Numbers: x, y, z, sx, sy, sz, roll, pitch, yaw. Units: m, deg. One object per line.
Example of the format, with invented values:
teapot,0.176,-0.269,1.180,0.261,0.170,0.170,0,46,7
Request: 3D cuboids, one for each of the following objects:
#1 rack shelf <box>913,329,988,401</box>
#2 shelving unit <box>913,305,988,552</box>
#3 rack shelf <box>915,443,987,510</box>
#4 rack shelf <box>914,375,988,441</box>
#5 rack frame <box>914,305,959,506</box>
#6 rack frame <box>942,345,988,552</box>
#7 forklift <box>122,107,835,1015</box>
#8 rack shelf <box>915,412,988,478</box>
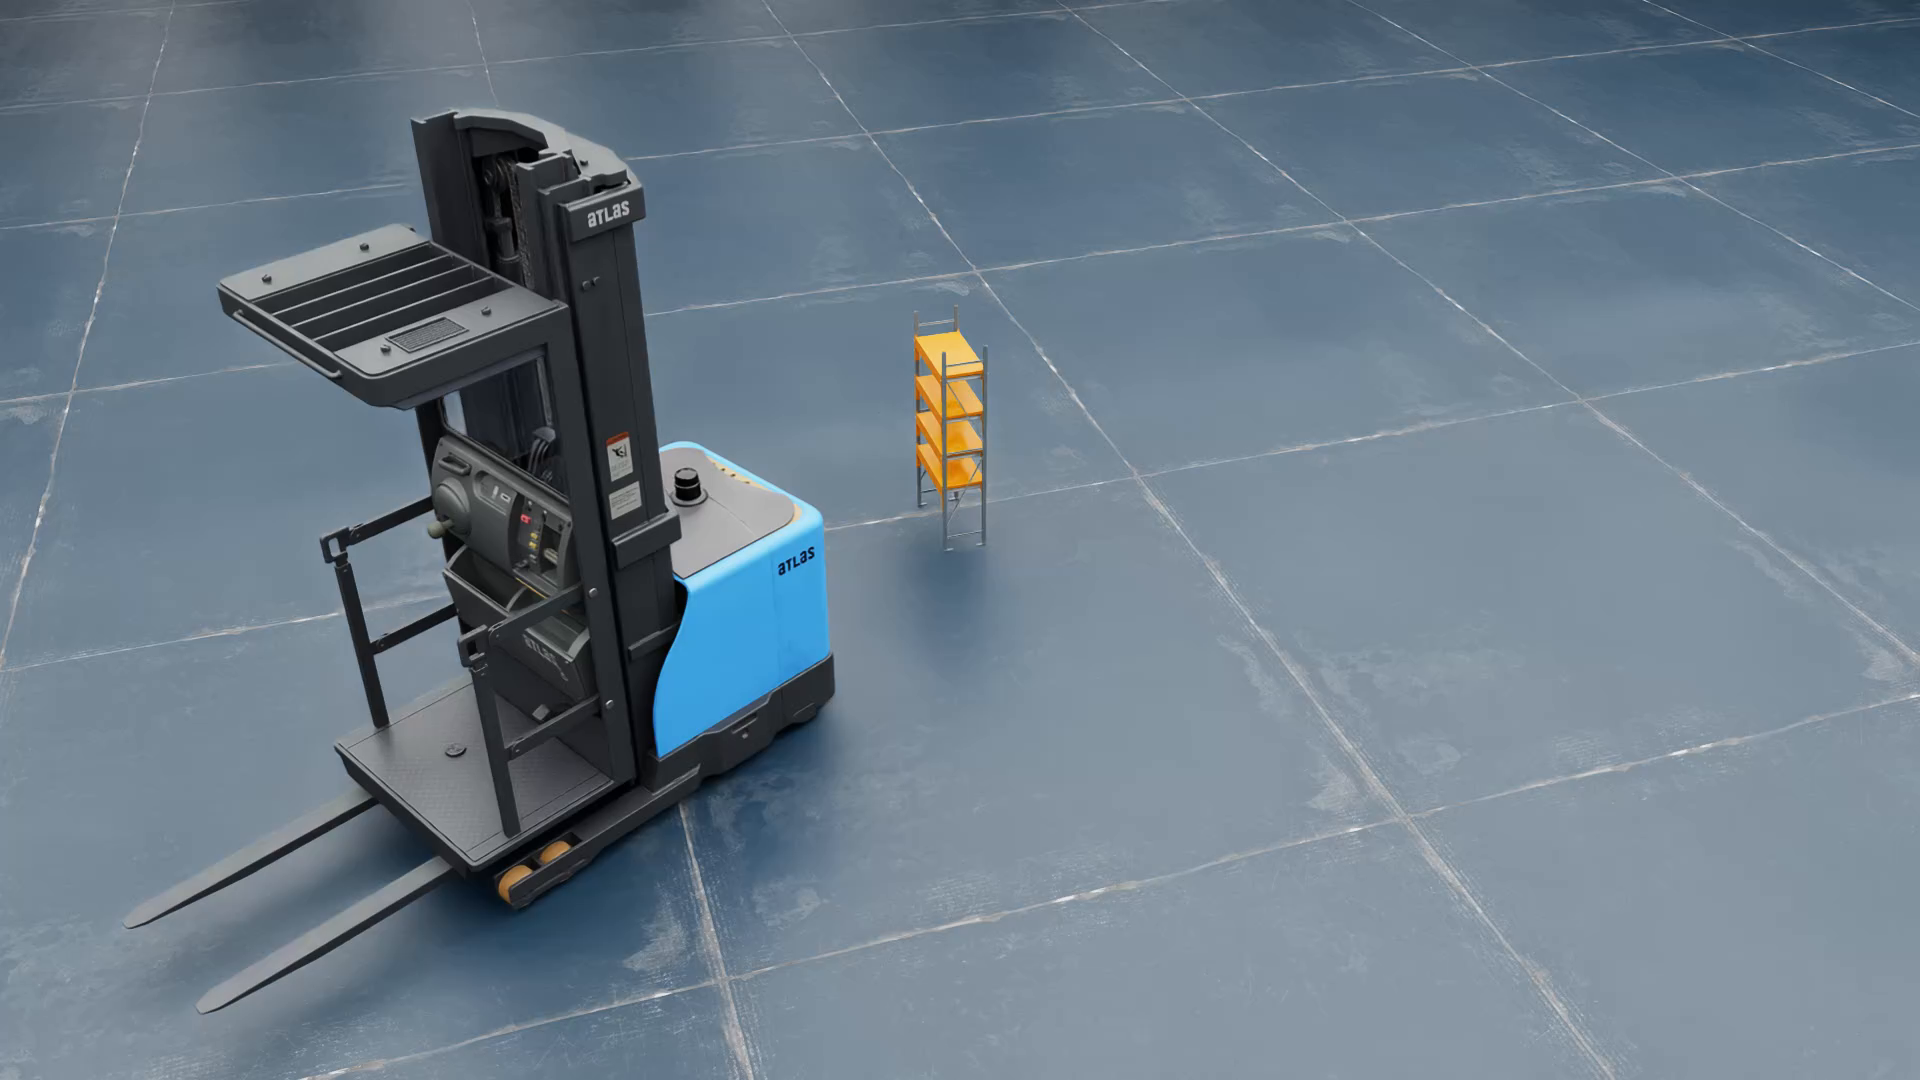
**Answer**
rack shelf,-0.051,-0.915,8.654,0.258,0.148,0.480,-10,35,-15
shelving unit,-0.051,-0.587,8.870,0.258,1.200,0.503,-10,35,-15
rack shelf,-0.051,-0.366,9.017,0.258,0.148,0.480,-10,35,-15
rack shelf,-0.051,-0.718,8.784,0.258,0.148,0.480,-10,35,-15
rack frame,-0.125,-0.716,9.064,0.240,1.200,0.015,-10,35,-15
rack frame,0.024,-0.459,8.676,0.240,1.200,0.015,-10,35,-15
forklift,-1.966,-0.043,6.476,1.130,2.935,3.031,27,42,35
rack shelf,-0.051,-0.531,8.907,0.258,0.148,0.480,-10,35,-15
